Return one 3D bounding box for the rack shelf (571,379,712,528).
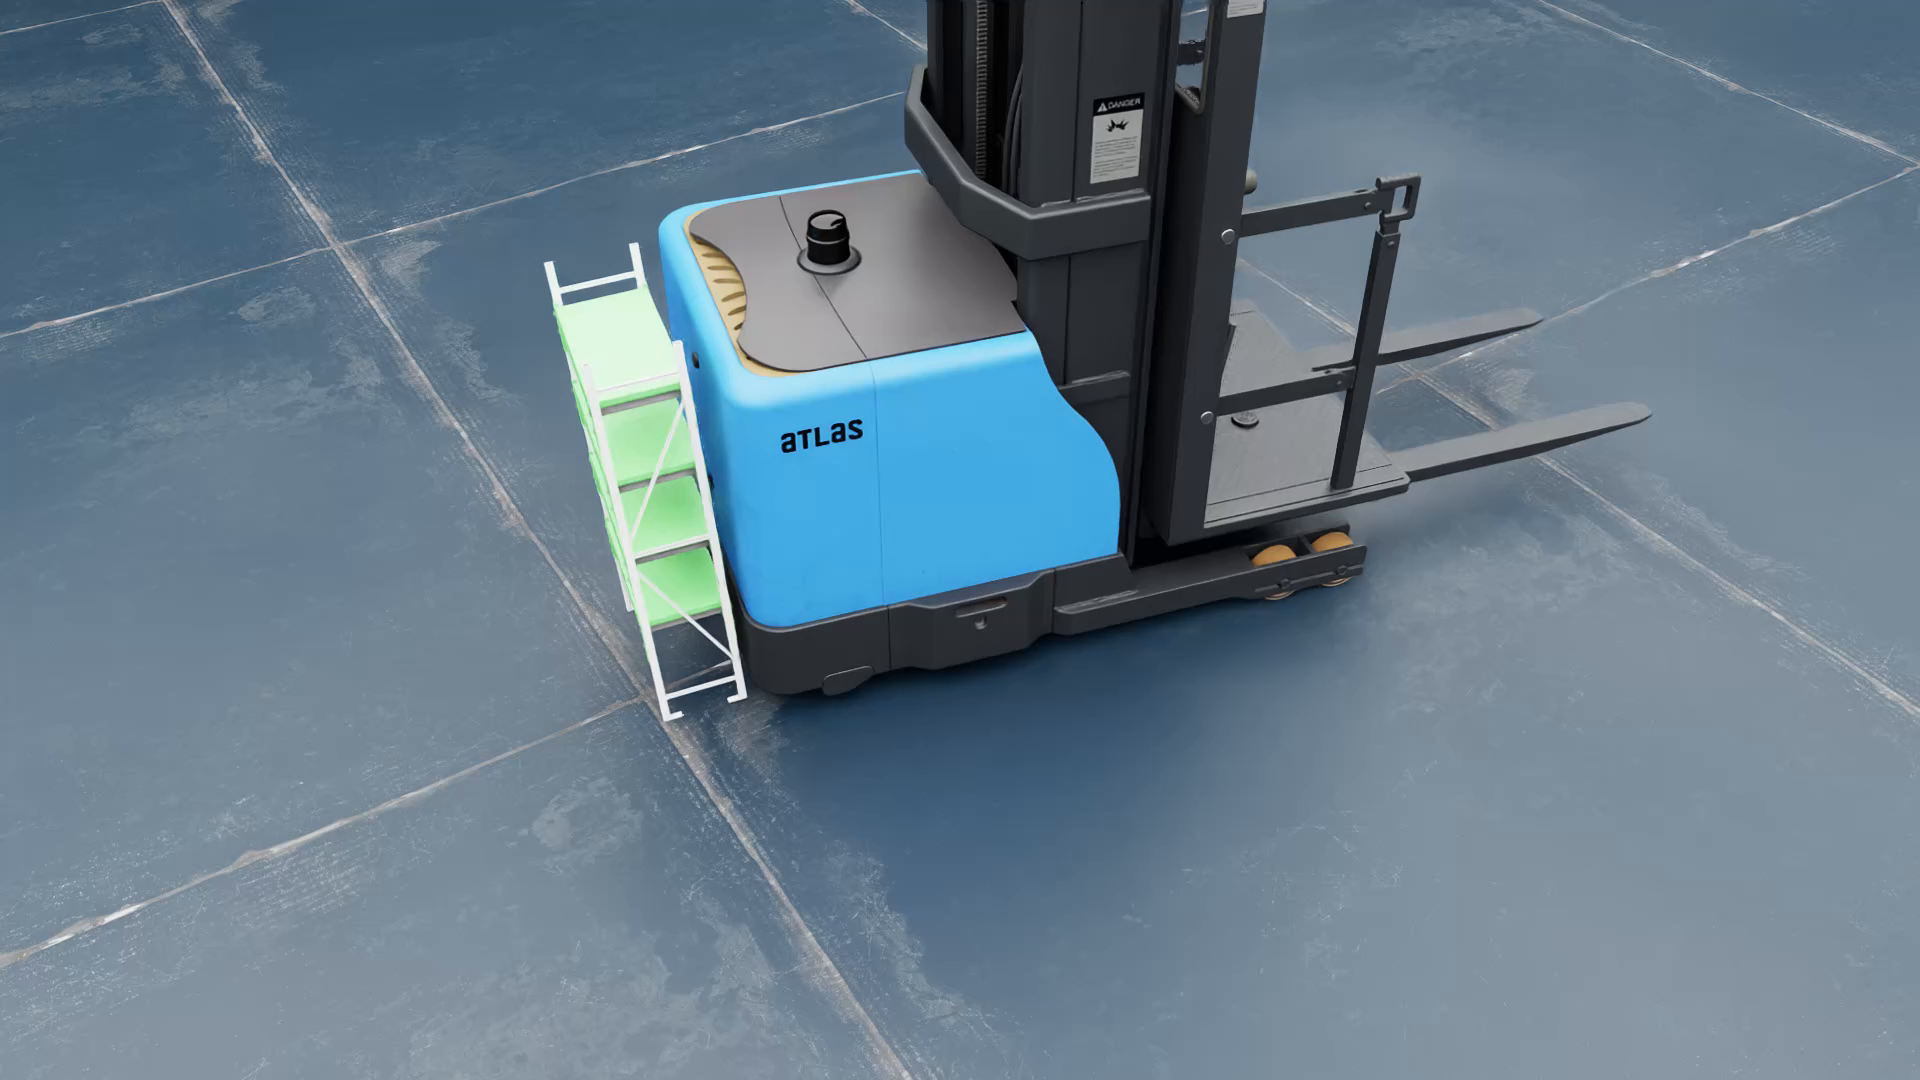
[{"bbox_3d":[-0.836,-0.262,4.343,0.258,0.148,0.480,-16,42,-14],"label":"rack shelf"}]

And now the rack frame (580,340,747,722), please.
[{"bbox_3d":[-0.742,0.018,4.282,0.240,1.200,0.015,-16,42,-14],"label":"rack frame"}]

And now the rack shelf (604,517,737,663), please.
[{"bbox_3d":[-0.814,0.102,4.655,0.258,0.148,0.480,-16,42,-14],"label":"rack shelf"}]

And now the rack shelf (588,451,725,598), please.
[{"bbox_3d":[-0.825,-0.080,4.499,0.258,0.148,0.480,-16,42,-14],"label":"rack shelf"}]

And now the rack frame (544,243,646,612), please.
[{"bbox_3d":[-0.913,-0.275,4.633,0.240,1.200,0.015,-16,42,-14],"label":"rack frame"}]

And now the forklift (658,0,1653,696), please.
[{"bbox_3d":[0.709,-1.253,4.464,3.031,2.935,1.130,-12,41,-14],"label":"forklift"}]

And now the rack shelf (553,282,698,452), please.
[{"bbox_3d":[-0.846,-0.443,4.186,0.258,0.148,0.480,-16,42,-14],"label":"rack shelf"}]

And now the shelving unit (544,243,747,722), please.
[{"bbox_3d":[-0.828,-0.128,4.457,0.258,1.200,0.503,-16,42,-14],"label":"shelving unit"}]
